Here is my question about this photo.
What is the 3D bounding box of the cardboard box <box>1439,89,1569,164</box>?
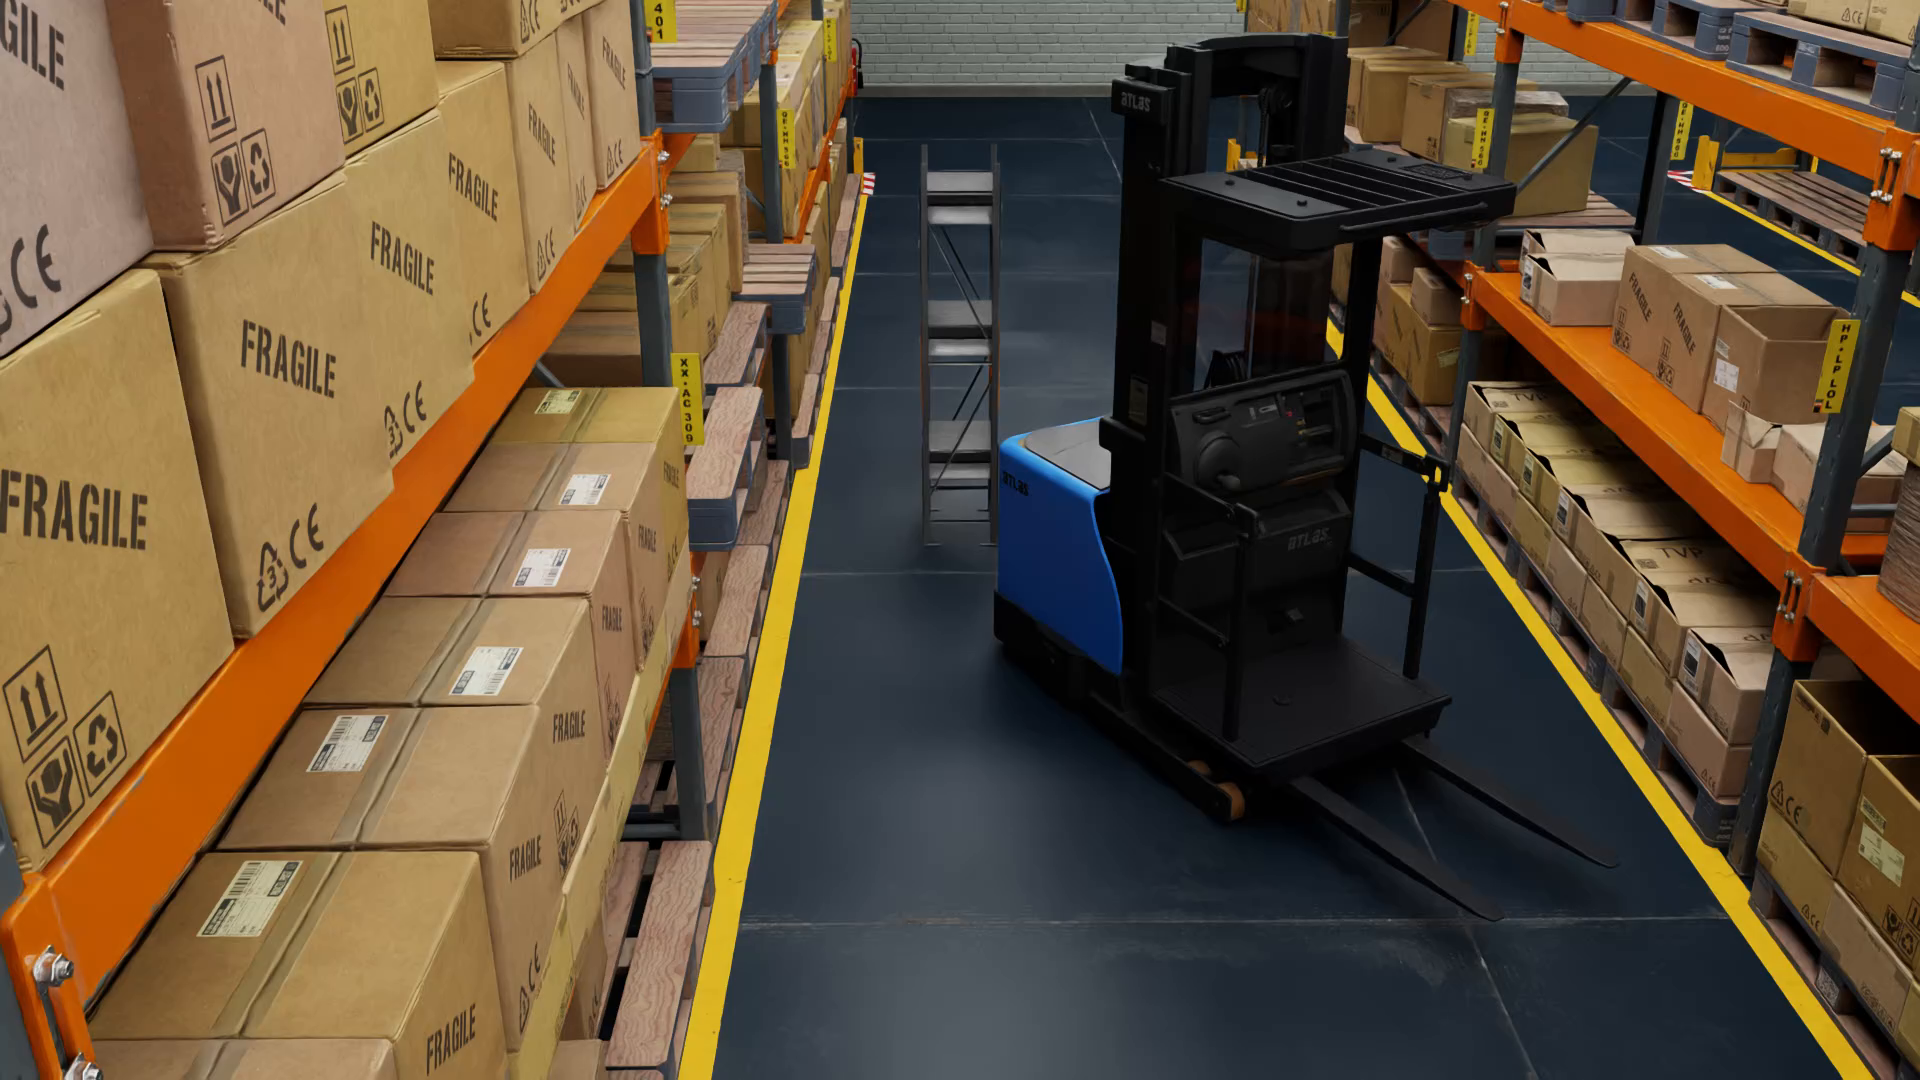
[{"bbox_3d":[3.508,-2.618,10.768,0.700,0.500,0.500,4,25,9],"label":"cardboard box"}]

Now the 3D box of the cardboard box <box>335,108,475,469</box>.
[{"bbox_3d":[-1.153,-0.420,2.753,0.500,0.500,0.500,1,24,2],"label":"cardboard box"}]

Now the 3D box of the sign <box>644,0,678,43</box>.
[{"bbox_3d":[-0.920,-1.680,5.058,0.100,0.325,0.005,0,24,-1],"label":"sign"}]

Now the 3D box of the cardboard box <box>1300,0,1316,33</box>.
[{"bbox_3d":[3.130,-4.312,13.810,0.500,0.500,0.500,-1,24,-2],"label":"cardboard box"}]

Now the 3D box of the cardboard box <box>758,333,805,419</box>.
[{"bbox_3d":[-1.383,-1.236,10.442,0.750,0.750,0.750,-1,24,-1],"label":"cardboard box"}]

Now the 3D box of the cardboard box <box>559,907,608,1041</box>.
[{"bbox_3d":[-1.412,1.294,5.249,0.500,0.500,0.500,-2,24,-5],"label":"cardboard box"}]

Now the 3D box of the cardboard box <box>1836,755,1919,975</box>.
[{"bbox_3d":[3.196,1.022,5.267,0.500,0.500,0.500,0,24,-1],"label":"cardboard box"}]

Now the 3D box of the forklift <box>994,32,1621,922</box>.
[{"bbox_3d":[1.357,-0.412,6.604,1.130,2.935,3.031,-14,28,-28],"label":"forklift"}]

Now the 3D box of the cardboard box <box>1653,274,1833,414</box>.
[{"bbox_3d":[3.487,-0.882,7.438,0.500,0.500,0.500,0,24,0],"label":"cardboard box"}]

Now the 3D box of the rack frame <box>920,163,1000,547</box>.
[{"bbox_3d":[0.001,-0.924,8.746,0.400,2.100,0.015,0,24,-1],"label":"rack frame"}]

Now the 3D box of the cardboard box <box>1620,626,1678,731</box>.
[{"bbox_3d":[3.192,0.587,7.139,0.500,0.250,0.500,-1,24,-1],"label":"cardboard box"}]

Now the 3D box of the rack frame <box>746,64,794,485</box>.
[{"bbox_3d":[-1.507,-1.721,9.414,1.000,3.000,0.127,0,24,-1],"label":"rack frame"}]

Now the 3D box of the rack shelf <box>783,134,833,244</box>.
[{"bbox_3d":[-1.528,-2.217,11.385,1.077,0.370,4.000,0,24,-1],"label":"rack shelf"}]

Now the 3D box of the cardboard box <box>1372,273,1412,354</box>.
[{"bbox_3d":[3.185,-1.620,11.691,0.500,0.500,0.500,-1,24,-3],"label":"cardboard box"}]

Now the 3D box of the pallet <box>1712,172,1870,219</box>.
[{"bbox_3d":[8.283,-3.451,16.625,1.003,0.211,1.213,0,24,-1],"label":"pallet"}]

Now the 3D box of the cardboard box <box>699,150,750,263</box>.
[{"bbox_3d":[-1.491,-1.773,8.875,0.700,0.500,0.500,-3,25,-7],"label":"cardboard box"}]

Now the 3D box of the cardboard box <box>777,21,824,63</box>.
[{"bbox_3d":[-1.289,-3.709,12.395,0.500,0.250,0.500,0,24,1],"label":"cardboard box"}]

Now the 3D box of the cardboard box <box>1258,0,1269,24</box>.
[{"bbox_3d":[3.114,-5.143,15.646,0.500,0.500,0.500,0,24,0],"label":"cardboard box"}]

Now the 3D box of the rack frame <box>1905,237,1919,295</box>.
[{"bbox_3d":[8.356,-3.413,13.157,1.000,3.000,0.127,0,24,-1],"label":"rack frame"}]

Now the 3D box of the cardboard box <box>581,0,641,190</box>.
[{"bbox_3d":[-1.210,-1.286,4.667,0.500,0.500,0.500,0,24,1],"label":"cardboard box"}]

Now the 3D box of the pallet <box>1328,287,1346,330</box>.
[{"bbox_3d":[3.450,-1.787,12.945,1.003,0.211,1.213,0,24,-1],"label":"pallet"}]

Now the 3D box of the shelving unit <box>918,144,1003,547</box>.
[{"bbox_3d":[-0.002,-1.025,8.968,0.431,2.100,0.503,0,24,-1],"label":"shelving unit"}]

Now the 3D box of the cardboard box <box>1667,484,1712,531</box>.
[{"bbox_3d":[3.717,-0.095,7.967,0.500,0.311,0.500,0,24,1],"label":"cardboard box"}]

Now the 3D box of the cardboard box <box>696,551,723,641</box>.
[{"bbox_3d":[-1.509,0.140,7.801,0.700,0.500,0.500,0,24,0],"label":"cardboard box"}]

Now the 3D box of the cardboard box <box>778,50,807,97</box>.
[{"bbox_3d":[-1.282,-3.079,11.000,0.500,0.250,0.500,-1,24,-2],"label":"cardboard box"}]

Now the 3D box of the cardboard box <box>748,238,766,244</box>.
[{"bbox_3d":[-1.279,-1.752,9.764,0.380,0.149,0.250,-1,24,-1],"label":"cardboard box"}]

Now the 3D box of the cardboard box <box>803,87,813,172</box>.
[{"bbox_3d":[-1.270,-2.747,11.177,0.500,0.500,0.500,0,24,1],"label":"cardboard box"}]

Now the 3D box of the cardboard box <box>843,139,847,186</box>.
[{"bbox_3d":[-1.486,-3.782,16.495,0.700,0.500,0.500,0,24,-1],"label":"cardboard box"}]

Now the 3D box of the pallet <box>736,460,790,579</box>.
[{"bbox_3d":[-1.499,-0.128,9.277,1.003,0.211,1.213,0,24,-1],"label":"pallet"}]

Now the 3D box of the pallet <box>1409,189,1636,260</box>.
[{"bbox_3d":[3.369,-1.936,10.123,1.213,0.211,1.003,0,24,-1],"label":"pallet"}]

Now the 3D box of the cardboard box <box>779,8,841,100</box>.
[{"bbox_3d":[-1.560,-4.330,14.819,0.980,0.700,0.700,-1,24,-3],"label":"cardboard box"}]

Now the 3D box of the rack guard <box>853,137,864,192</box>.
[{"bbox_3d":[-1.594,-3.888,17.240,1.175,0.500,0.348,0,24,-1],"label":"rack guard"}]

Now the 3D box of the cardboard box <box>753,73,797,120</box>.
[{"bbox_3d":[-1.260,-2.662,10.080,0.500,0.250,0.500,-1,24,-1],"label":"cardboard box"}]

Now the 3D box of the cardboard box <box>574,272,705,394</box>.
[{"bbox_3d":[-1.433,-0.759,6.632,0.700,0.500,0.500,2,24,5],"label":"cardboard box"}]

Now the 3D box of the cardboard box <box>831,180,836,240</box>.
[{"bbox_3d":[-1.458,-2.937,14.627,0.700,0.500,0.500,0,24,-1],"label":"cardboard box"}]

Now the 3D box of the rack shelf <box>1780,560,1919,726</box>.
[{"bbox_3d":[3.512,1.056,4.149,1.077,0.370,4.000,0,24,-1],"label":"rack shelf"}]

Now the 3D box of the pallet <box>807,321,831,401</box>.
[{"bbox_3d":[-1.450,-1.277,11.817,1.003,0.211,1.213,0,24,-1],"label":"pallet"}]

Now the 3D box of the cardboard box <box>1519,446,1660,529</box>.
[{"bbox_3d":[3.176,-0.295,8.408,0.500,0.311,0.500,-1,24,-2],"label":"cardboard box"}]

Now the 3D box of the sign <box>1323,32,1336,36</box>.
[{"bbox_3d":[2.861,-3.782,12.921,0.100,0.325,0.005,0,24,-1],"label":"sign"}]

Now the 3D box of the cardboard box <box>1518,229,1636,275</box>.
[{"bbox_3d":[3.407,-1.554,9.154,0.500,0.311,0.500,1,24,3],"label":"cardboard box"}]

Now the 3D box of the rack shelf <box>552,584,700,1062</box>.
[{"bbox_3d":[-1.441,1.080,4.096,1.077,0.370,4.000,0,24,-1],"label":"rack shelf"}]

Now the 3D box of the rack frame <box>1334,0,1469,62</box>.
[{"bbox_3d":[3.403,-3.393,13.111,1.000,3.000,0.127,0,24,-1],"label":"rack frame"}]

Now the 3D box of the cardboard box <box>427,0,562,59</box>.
[{"bbox_3d":[-1.154,-1.303,3.492,0.500,0.500,0.500,-1,24,-2],"label":"cardboard box"}]

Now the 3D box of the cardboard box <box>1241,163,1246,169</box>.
[{"bbox_3d":[3.023,-3.673,16.636,0.380,0.166,0.250,0,24,-1],"label":"cardboard box"}]

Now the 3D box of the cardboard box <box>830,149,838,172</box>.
[{"bbox_3d":[-1.283,-3.382,14.825,0.380,0.149,0.250,-1,24,-2],"label":"cardboard box"}]

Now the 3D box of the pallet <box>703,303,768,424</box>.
[{"bbox_3d":[-1.444,-0.818,7.651,1.003,0.211,1.213,0,24,-1],"label":"pallet"}]

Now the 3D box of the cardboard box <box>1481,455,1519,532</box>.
[{"bbox_3d":[3.165,-0.259,9.009,0.500,0.250,0.500,-1,24,-2],"label":"cardboard box"}]

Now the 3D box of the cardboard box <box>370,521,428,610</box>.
[{"bbox_3d":[-1.665,0.258,4.287,0.500,0.500,0.500,0,24,1],"label":"cardboard box"}]

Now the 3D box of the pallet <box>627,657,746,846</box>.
[{"bbox_3d":[-1.473,0.877,7.054,1.003,0.211,1.213,0,24,-1],"label":"pallet"}]

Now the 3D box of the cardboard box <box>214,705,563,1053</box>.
[{"bbox_3d":[-1.119,0.679,3.357,0.500,0.500,0.500,-1,24,-2],"label":"cardboard box"}]

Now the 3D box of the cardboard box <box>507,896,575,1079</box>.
[{"bbox_3d":[-1.127,1.009,3.537,0.500,0.250,0.500,-1,24,-1],"label":"cardboard box"}]

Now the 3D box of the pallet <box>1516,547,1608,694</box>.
[{"bbox_3d":[3.427,0.367,8.183,1.003,0.211,1.213,0,24,-1],"label":"pallet"}]

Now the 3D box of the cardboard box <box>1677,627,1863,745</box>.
[{"bbox_3d":[3.199,0.544,6.553,0.500,0.311,0.500,0,24,-1],"label":"cardboard box"}]

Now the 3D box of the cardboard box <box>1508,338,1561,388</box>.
[{"bbox_3d":[3.728,-0.995,10.309,0.500,0.500,0.500,1,24,2],"label":"cardboard box"}]

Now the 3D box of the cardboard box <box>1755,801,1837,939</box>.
[{"bbox_3d":[3.192,1.158,5.877,0.500,0.250,0.500,0,24,-1],"label":"cardboard box"}]

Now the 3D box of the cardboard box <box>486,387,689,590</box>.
[{"bbox_3d":[-1.149,-0.161,5.215,0.500,0.500,0.500,0,24,-1],"label":"cardboard box"}]

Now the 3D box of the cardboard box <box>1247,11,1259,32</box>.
[{"bbox_3d":[3.101,-4.902,16.328,0.500,0.500,0.500,0,24,1],"label":"cardboard box"}]

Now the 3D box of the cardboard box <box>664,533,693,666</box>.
[{"bbox_3d":[-1.155,0.181,5.368,0.500,0.250,0.500,0,24,0],"label":"cardboard box"}]
